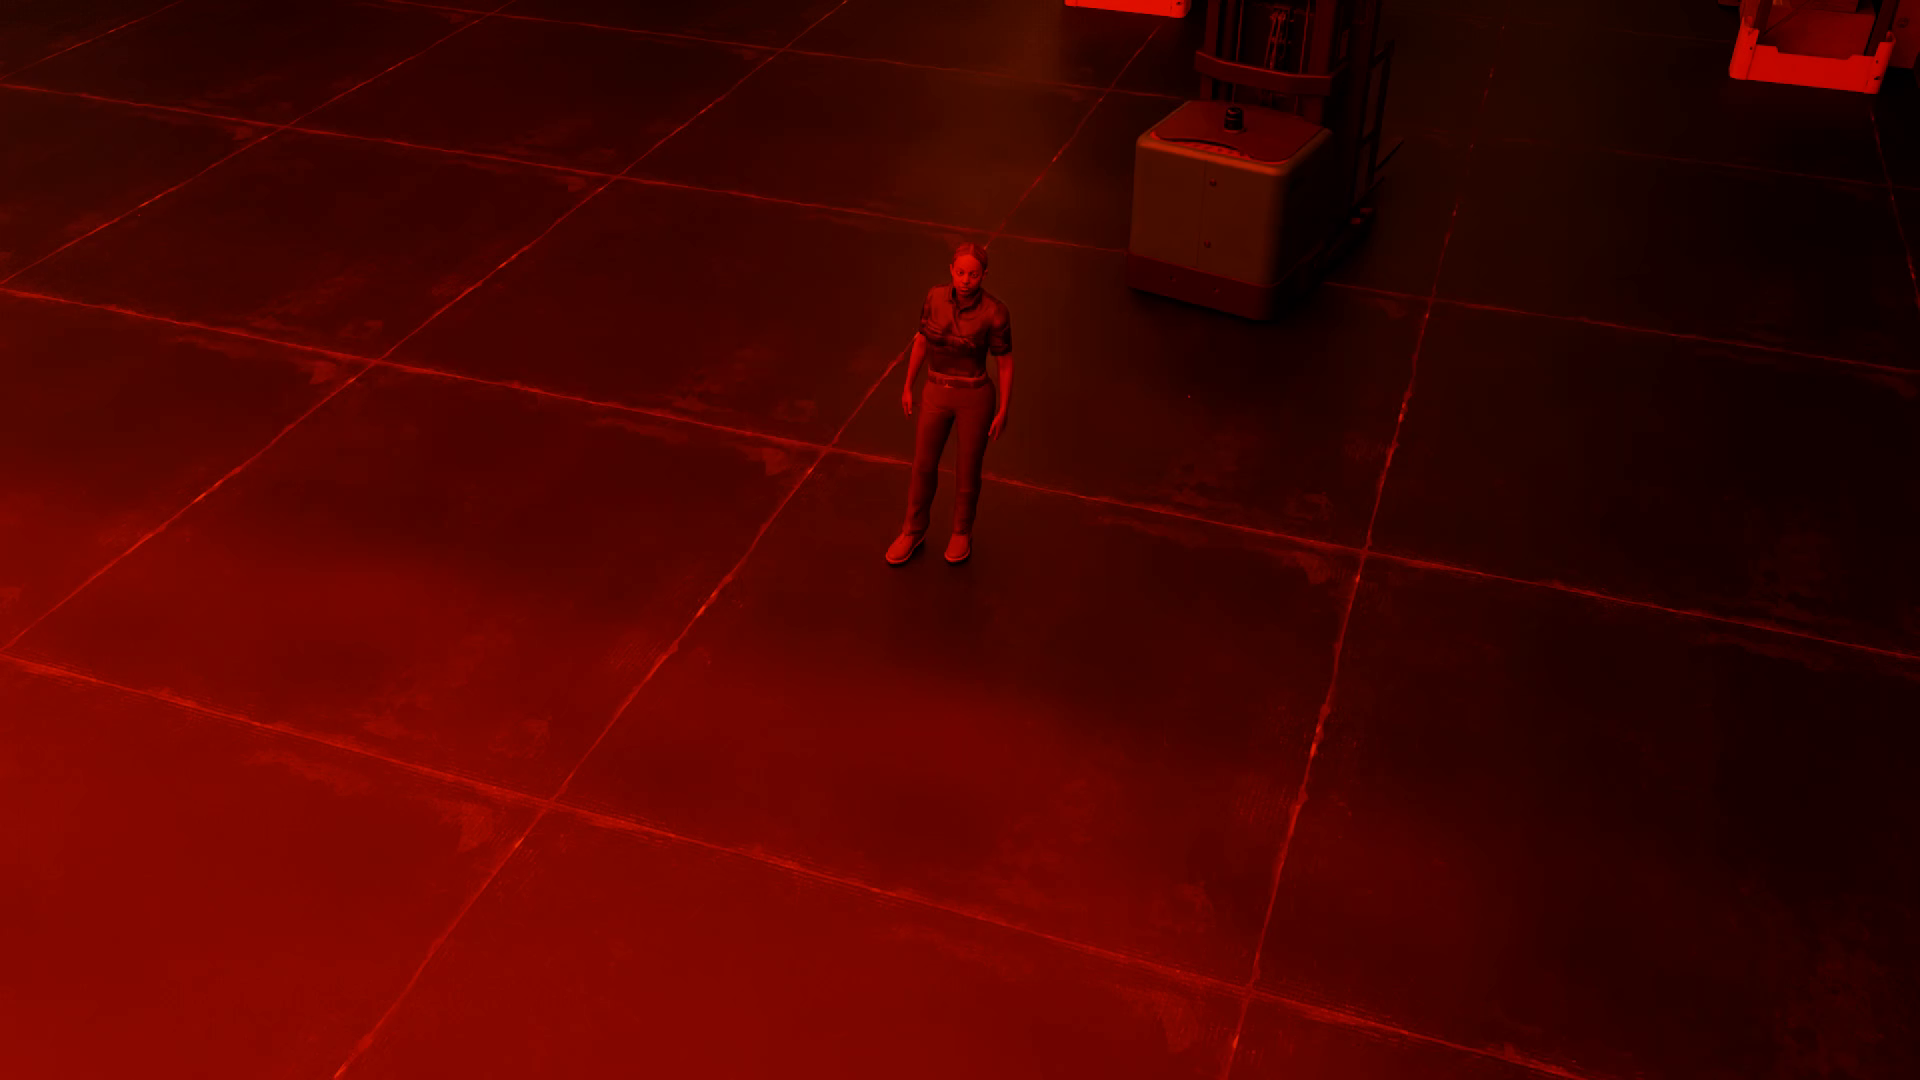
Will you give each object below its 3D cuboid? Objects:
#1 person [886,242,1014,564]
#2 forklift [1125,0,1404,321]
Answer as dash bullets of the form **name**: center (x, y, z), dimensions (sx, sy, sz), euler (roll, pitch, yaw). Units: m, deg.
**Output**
- **person**: center (-0.048, -0.637, 8.101), dimensions (0.569, 1.654, 0.504), euler (12, 37, 16)
- **forklift**: center (2.276, -3.400, 10.907), dimensions (1.130, 2.935, 3.031), euler (19, 40, 25)
